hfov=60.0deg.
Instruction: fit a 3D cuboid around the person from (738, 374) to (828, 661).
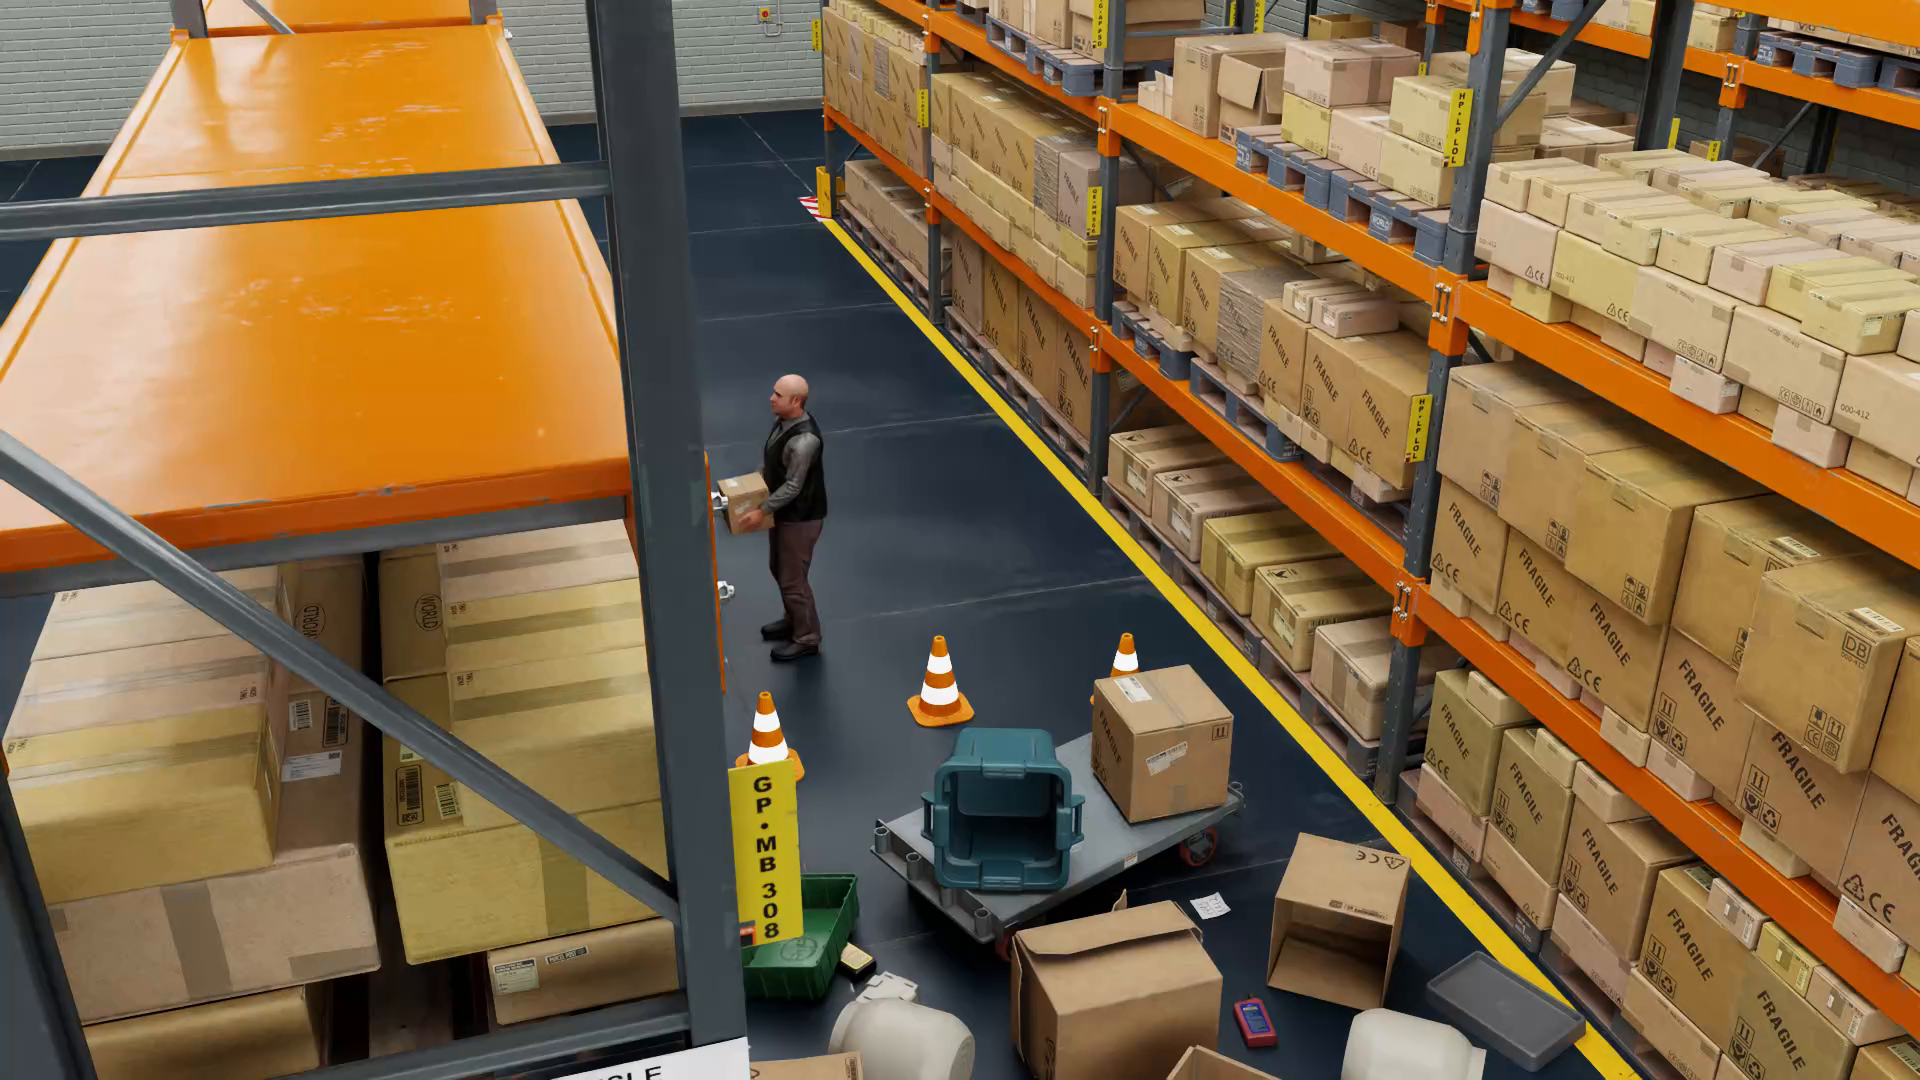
[{"bbox_3d":[-1.048,-0.136,9.662,0.535,1.726,0.521,-8,27,-16],"label":"person"}]
